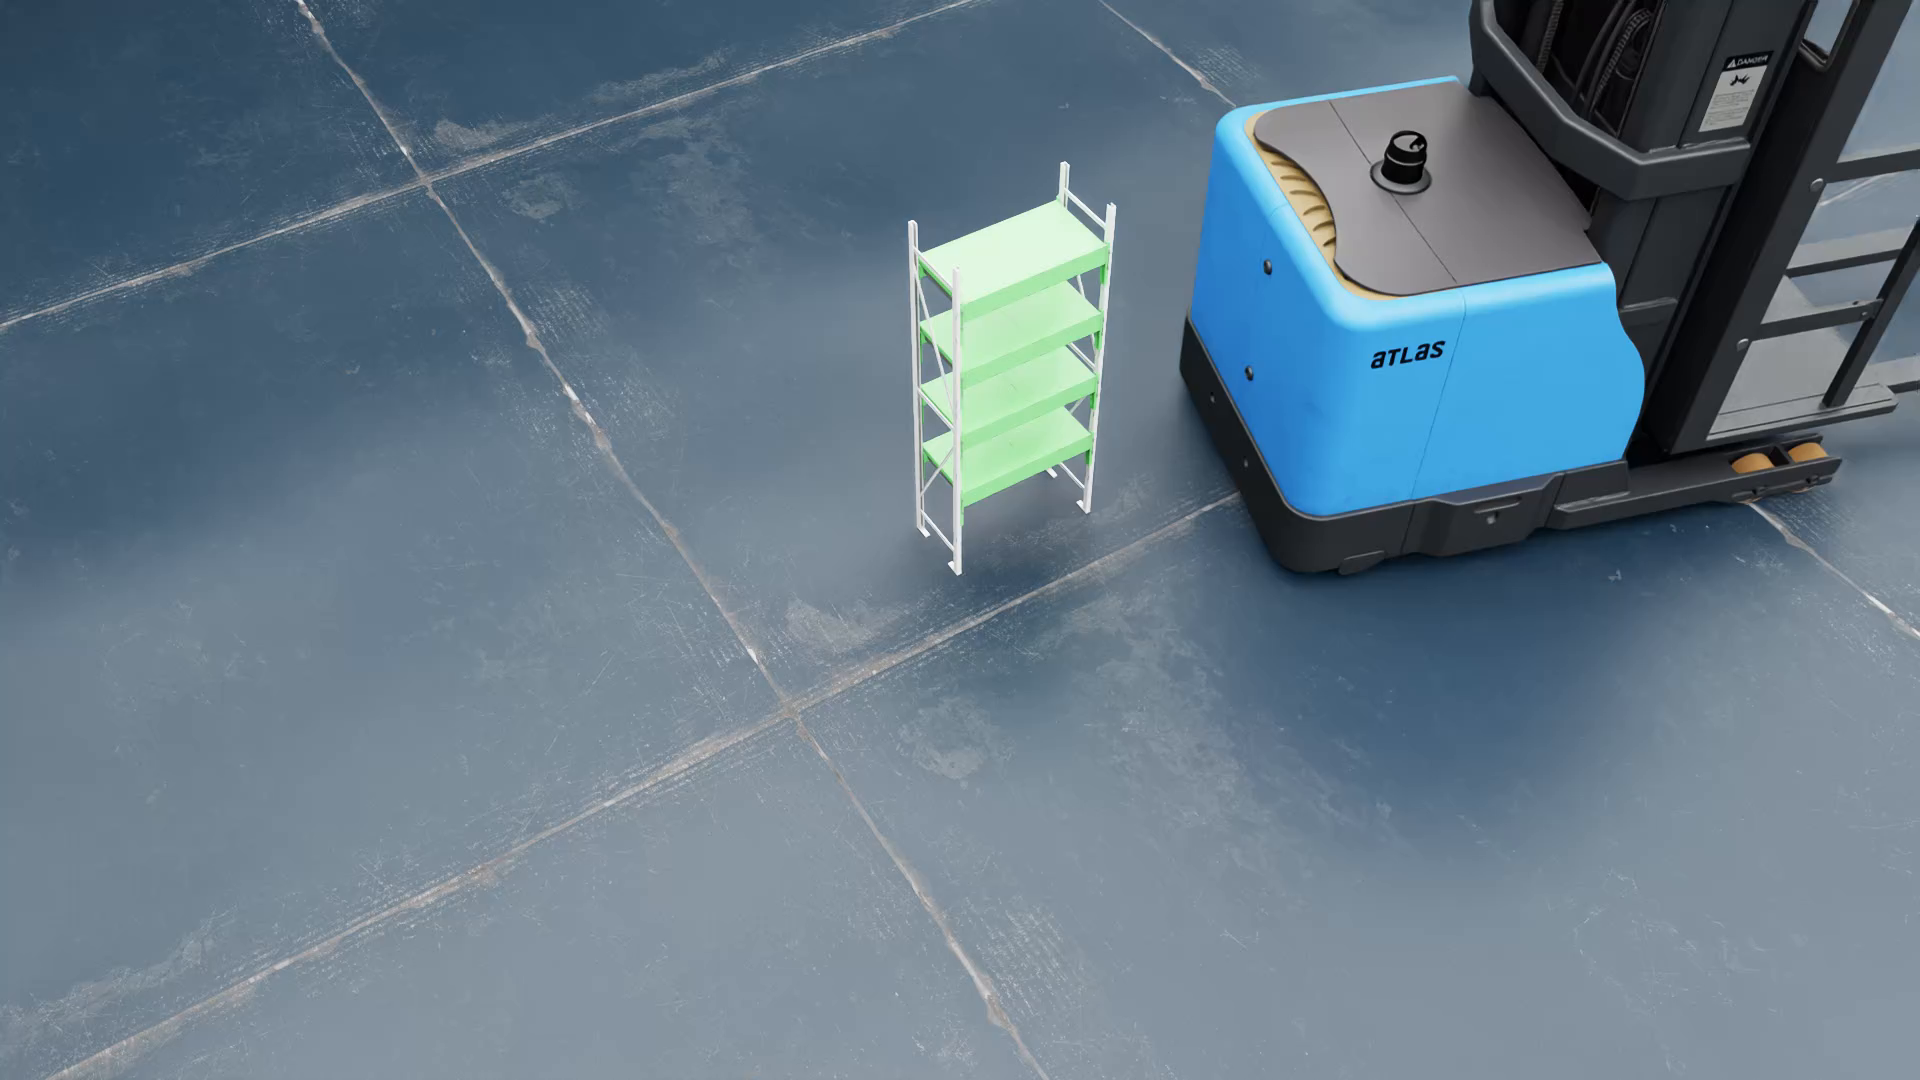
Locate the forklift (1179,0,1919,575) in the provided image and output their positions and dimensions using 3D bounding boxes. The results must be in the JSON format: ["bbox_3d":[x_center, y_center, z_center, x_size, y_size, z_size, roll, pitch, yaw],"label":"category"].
[{"bbox_3d":[2.322,-1.467,4.593,3.031,2.935,1.130,-11,49,-9],"label":"forklift"}]

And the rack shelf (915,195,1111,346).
[{"bbox_3d":[0.140,-0.742,4.550,0.480,0.148,0.258,-25,53,-21],"label":"rack shelf"}]

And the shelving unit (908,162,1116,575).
[{"bbox_3d":[0.140,-0.465,4.861,0.503,1.200,0.258,-25,53,-21],"label":"shelving unit"}]

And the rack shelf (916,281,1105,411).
[{"bbox_3d":[0.140,-0.582,4.729,0.480,0.148,0.258,-25,53,-21],"label":"rack shelf"}]

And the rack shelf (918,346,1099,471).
[{"bbox_3d":[0.140,-0.422,4.908,0.480,0.148,0.258,-25,53,-21],"label":"rack shelf"}]

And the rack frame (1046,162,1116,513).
[{"bbox_3d":[0.346,-0.562,4.947,0.015,1.200,0.240,-25,53,-21],"label":"rack frame"}]

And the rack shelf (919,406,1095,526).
[{"bbox_3d":[0.140,-0.263,5.088,0.480,0.148,0.258,-25,53,-21],"label":"rack shelf"}]

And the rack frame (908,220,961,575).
[{"bbox_3d":[-0.066,-0.368,4.774,0.015,1.200,0.240,-25,53,-21],"label":"rack frame"}]
